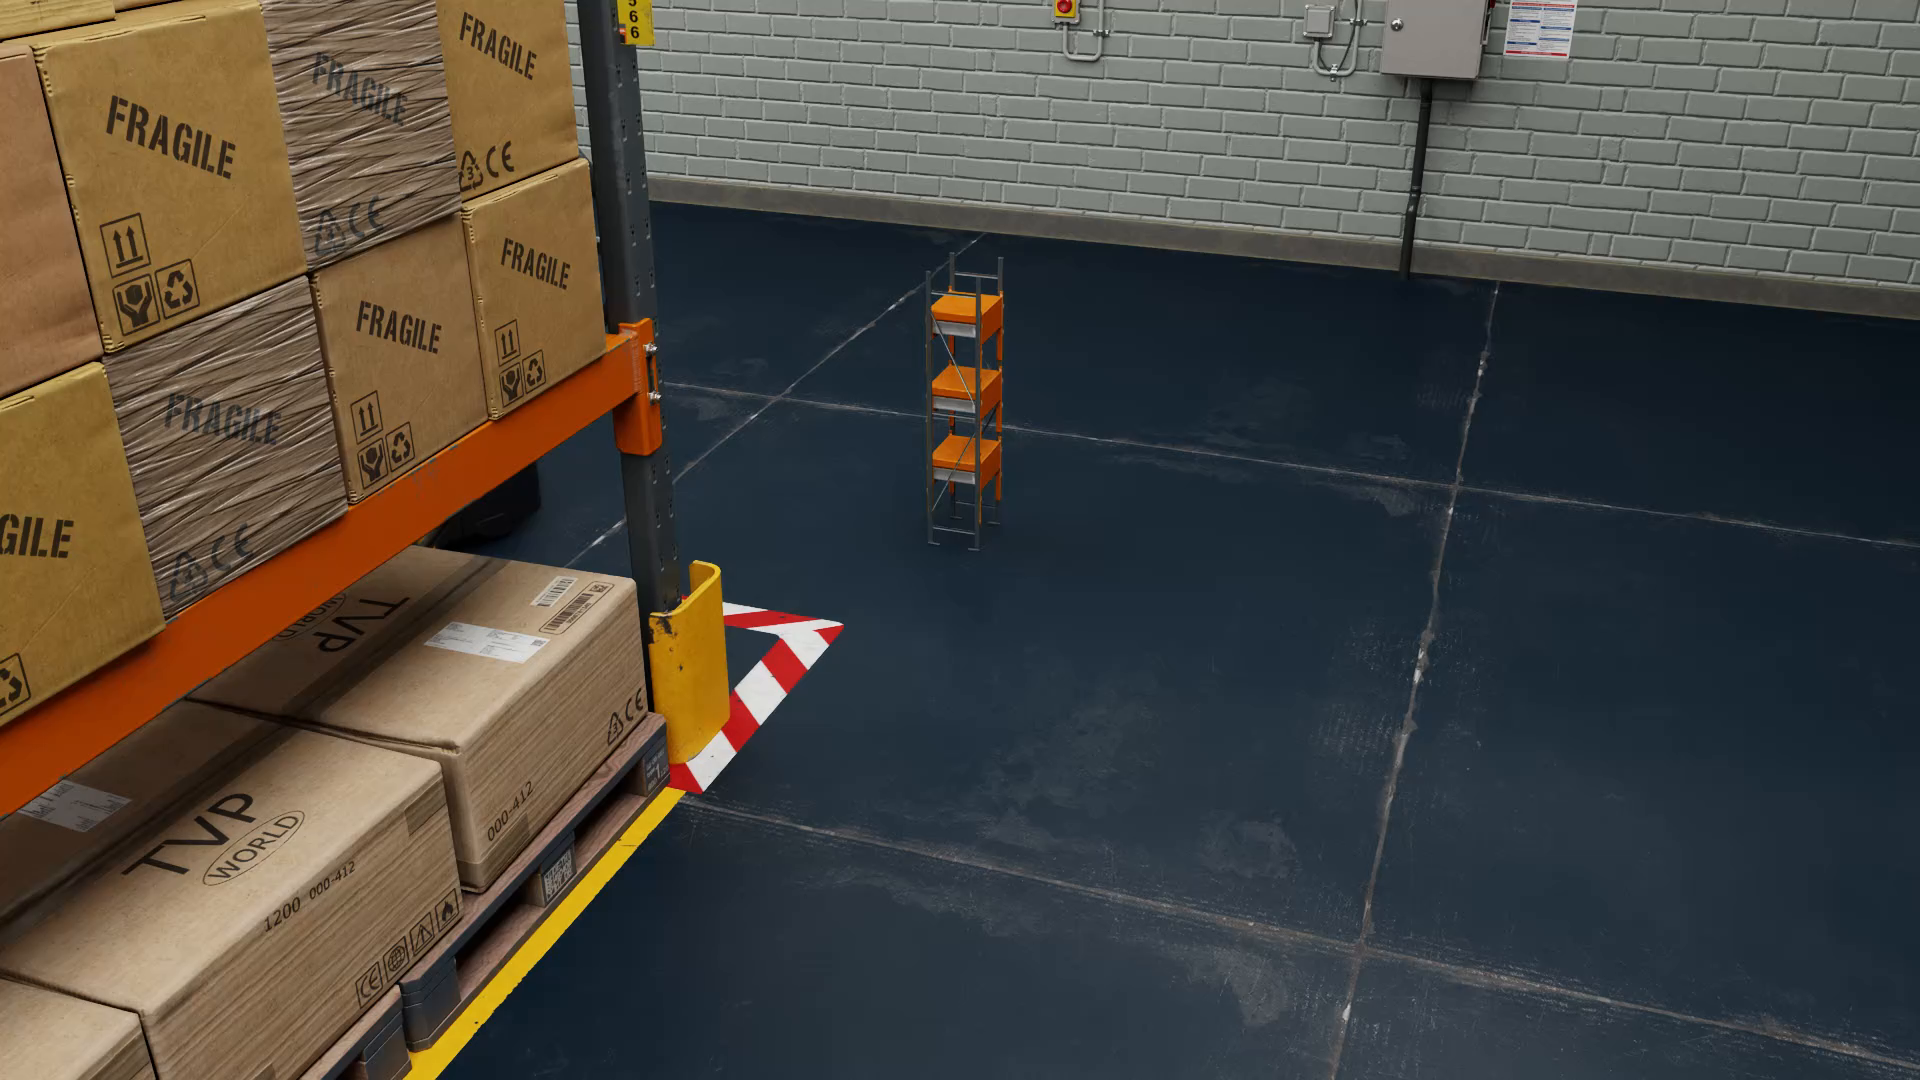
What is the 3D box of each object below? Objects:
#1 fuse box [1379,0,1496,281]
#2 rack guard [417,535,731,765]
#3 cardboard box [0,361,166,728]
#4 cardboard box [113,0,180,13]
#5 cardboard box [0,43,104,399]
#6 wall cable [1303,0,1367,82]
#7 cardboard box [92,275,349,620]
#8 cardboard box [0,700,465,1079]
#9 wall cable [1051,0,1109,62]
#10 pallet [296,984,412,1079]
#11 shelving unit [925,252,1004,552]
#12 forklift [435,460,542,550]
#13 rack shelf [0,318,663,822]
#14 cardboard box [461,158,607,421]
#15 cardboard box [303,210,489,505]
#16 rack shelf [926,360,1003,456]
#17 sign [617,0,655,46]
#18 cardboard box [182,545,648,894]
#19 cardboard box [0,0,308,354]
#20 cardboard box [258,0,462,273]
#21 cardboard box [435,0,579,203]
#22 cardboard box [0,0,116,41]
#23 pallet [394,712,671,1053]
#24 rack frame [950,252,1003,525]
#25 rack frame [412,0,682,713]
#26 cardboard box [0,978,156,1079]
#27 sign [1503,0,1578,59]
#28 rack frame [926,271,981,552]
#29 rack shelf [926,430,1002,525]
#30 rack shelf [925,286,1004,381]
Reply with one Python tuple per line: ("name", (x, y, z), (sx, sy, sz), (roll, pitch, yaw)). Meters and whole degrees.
("fuse box", (2.481, -2.203, 8.836), (0.539, 1.711, 0.414), (9, 27, 17))
("rack guard", (-1.298, 0.288, 5.081), (1.175, 0.500, 0.348), (9, 27, 17))
("cardboard box", (-1.720, -0.004, 2.702), (0.500, 0.500, 0.500), (10, 27, 19))
("cardboard box", (-1.581, -1.016, 2.901), (0.380, 0.149, 0.250), (8, 27, 17))
("cardboard box", (-1.725, -0.461, 2.498), (0.500, 0.500, 0.500), (9, 27, 17))
("wall cable", (1.890, -3.404, 8.672), (0.588, 1.984, 0.122), (9, 27, 17))
("cardboard box", (-1.560, -0.218, 3.144), (0.500, 0.500, 0.500), (10, 27, 19))
("cardboard box", (-1.728, 0.800, 3.613), (0.875, 0.438, 0.875), (9, 27, 19))
("wall cable", (0.548, -3.619, 9.080), (0.585, 1.953, 0.123), (9, 27, 17))
("pallet", (-1.906, 1.268, 3.389), (1.003, 0.211, 1.213), (9, 27, 17))
("shelving unit", (0.018, -0.495, 6.067), (0.215, 1.050, 0.252), (9, 27, 17))
("forklift", (-2.994, -1.073, 5.103), (1.130, 2.935, 3.031), (23, 34, 39))
("rack shelf", (-1.972, 0.319, 2.975), (1.077, 0.370, 4.000), (9, 27, 17))
("cardboard box", (-1.217, -0.635, 4.005), (0.500, 0.500, 0.500), (9, 27, 18))
("cardboard box", (-1.398, -0.431, 3.583), (0.500, 0.500, 0.500), (8, 27, 16))
("rack shelf", (0.018, -0.485, 6.071), (0.215, 0.259, 0.240), (9, 27, 17))
("sign", (-0.799, -1.370, 4.037), (0.100, 0.325, 0.005), (9, 27, 17))
("cardboard box", (-1.431, 0.423, 4.392), (0.875, 0.438, 0.875), (8, 27, 16))
("cardboard box", (-1.556, -0.667, 2.924), (0.500, 0.500, 0.500), (9, 27, 17))
("cardboard box", (-1.388, -0.870, 3.343), (0.500, 0.500, 0.500), (9, 27, 18))
("cardboard box", (-1.242, -1.089, 3.795), (0.500, 0.500, 0.500), (10, 27, 19))
("cardboard box", (-1.610, -0.905, 2.670), (0.380, 0.149, 0.250), (9, 27, 19))
("pallet", (-1.498, 0.768, 4.421), (1.003, 0.211, 1.213), (9, 27, 17))
("rack frame", (0.058, -0.545, 6.170), (0.200, 1.050, 0.008), (9, 27, 17))
("rack frame", (-1.306, -0.827, 4.515), (1.000, 3.000, 0.127), (9, 27, 17))
("cardboard box", (-2.030, 1.171, 2.848), (0.875, 0.438, 0.875), (8, 27, 16))
("sign", (3.015, -2.753, 8.604), (0.329, 0.494, 0.001), (9, 27, 17))
("rack frame", (-0.023, -0.444, 5.963), (0.200, 1.050, 0.008), (9, 27, 17))
("rack shelf", (0.018, -0.235, 6.192), (0.215, 0.259, 0.240), (9, 27, 17))
("rack shelf", (0.018, -0.740, 5.948), (0.215, 0.259, 0.240), (9, 27, 17))
